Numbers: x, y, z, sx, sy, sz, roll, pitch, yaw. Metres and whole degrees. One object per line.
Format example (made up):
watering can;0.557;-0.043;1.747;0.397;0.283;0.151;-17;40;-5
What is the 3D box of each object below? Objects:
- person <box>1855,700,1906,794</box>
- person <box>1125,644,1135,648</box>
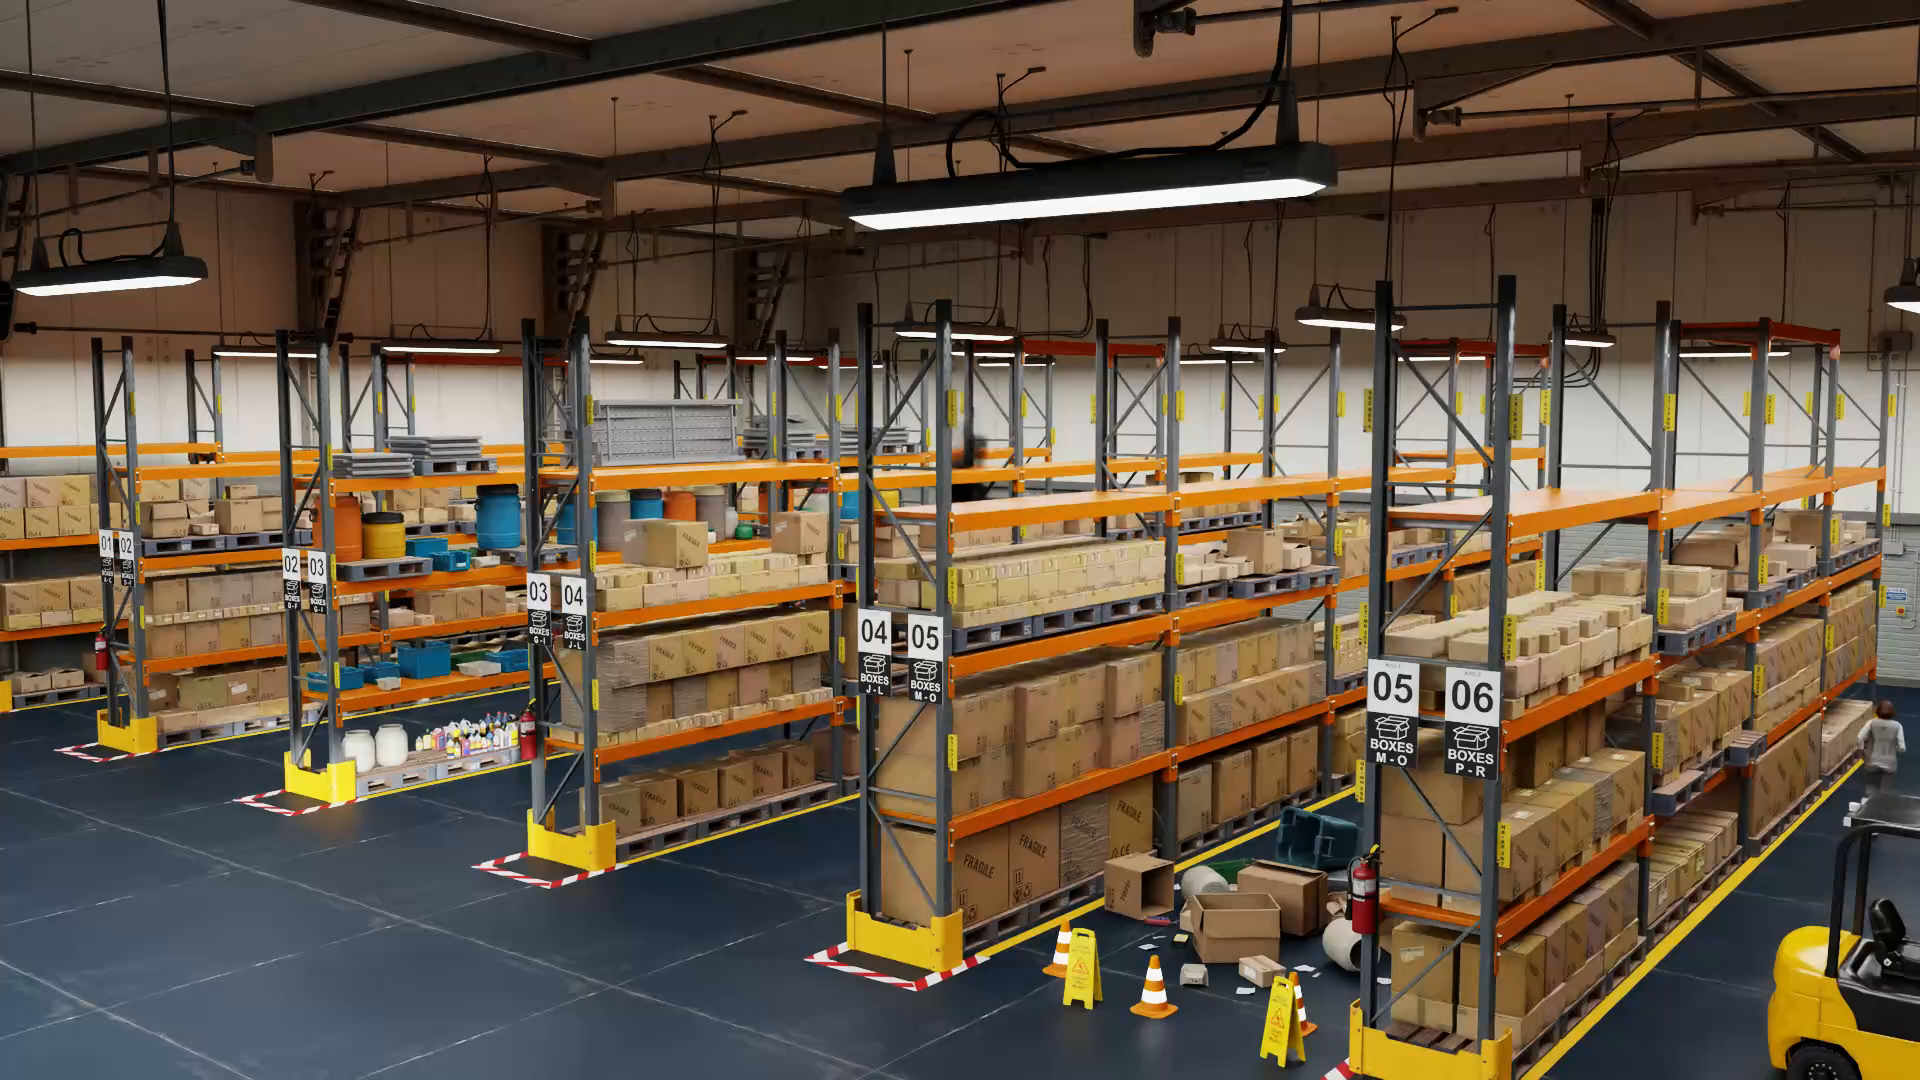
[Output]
person;10.867;2.663;19.637;0.509;1.578;0.639;4;6;35
person;2.357;2.330;22.719;0.721;1.821;0.729;3;6;34
